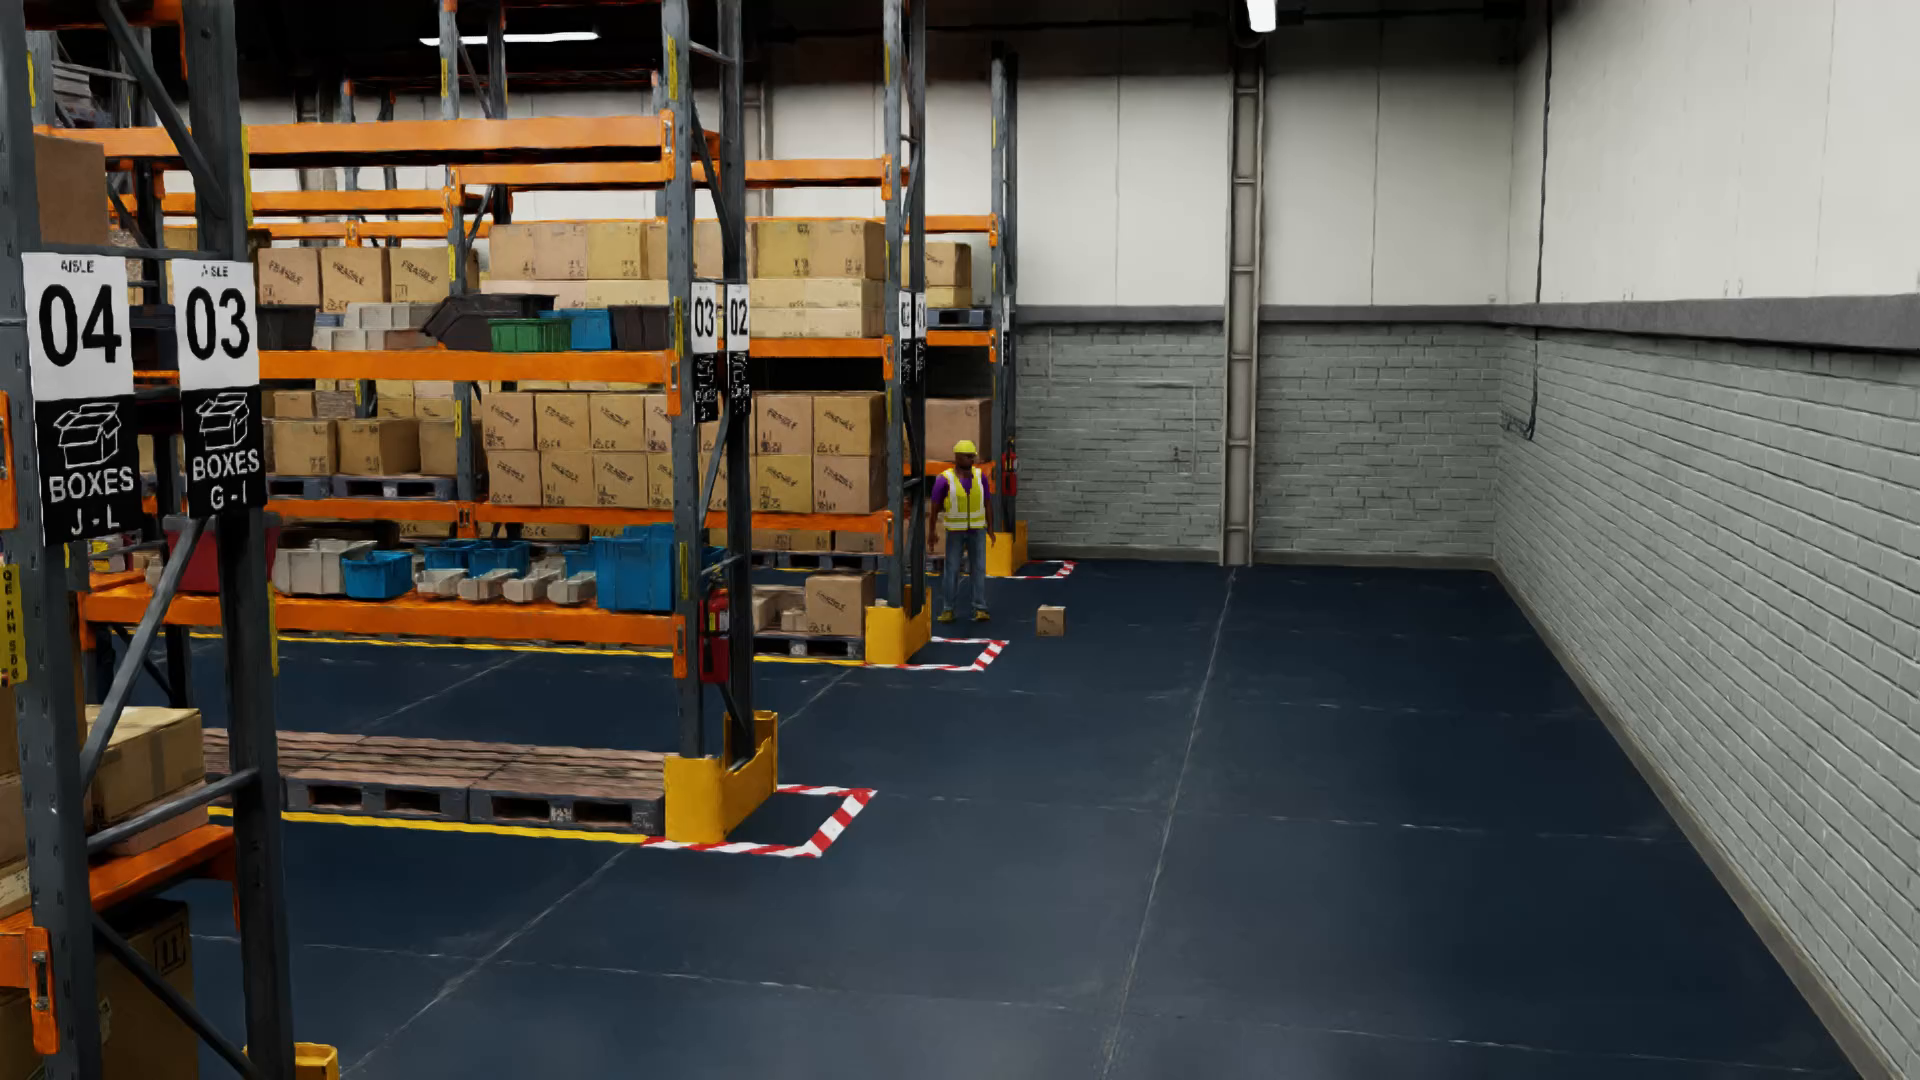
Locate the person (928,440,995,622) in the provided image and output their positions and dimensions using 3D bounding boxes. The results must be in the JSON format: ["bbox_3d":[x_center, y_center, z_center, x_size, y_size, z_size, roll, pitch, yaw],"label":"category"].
[{"bbox_3d":[0.033,-0.080,16.126,0.650,1.768,0.516,-2,8,-17],"label":"person"}]
